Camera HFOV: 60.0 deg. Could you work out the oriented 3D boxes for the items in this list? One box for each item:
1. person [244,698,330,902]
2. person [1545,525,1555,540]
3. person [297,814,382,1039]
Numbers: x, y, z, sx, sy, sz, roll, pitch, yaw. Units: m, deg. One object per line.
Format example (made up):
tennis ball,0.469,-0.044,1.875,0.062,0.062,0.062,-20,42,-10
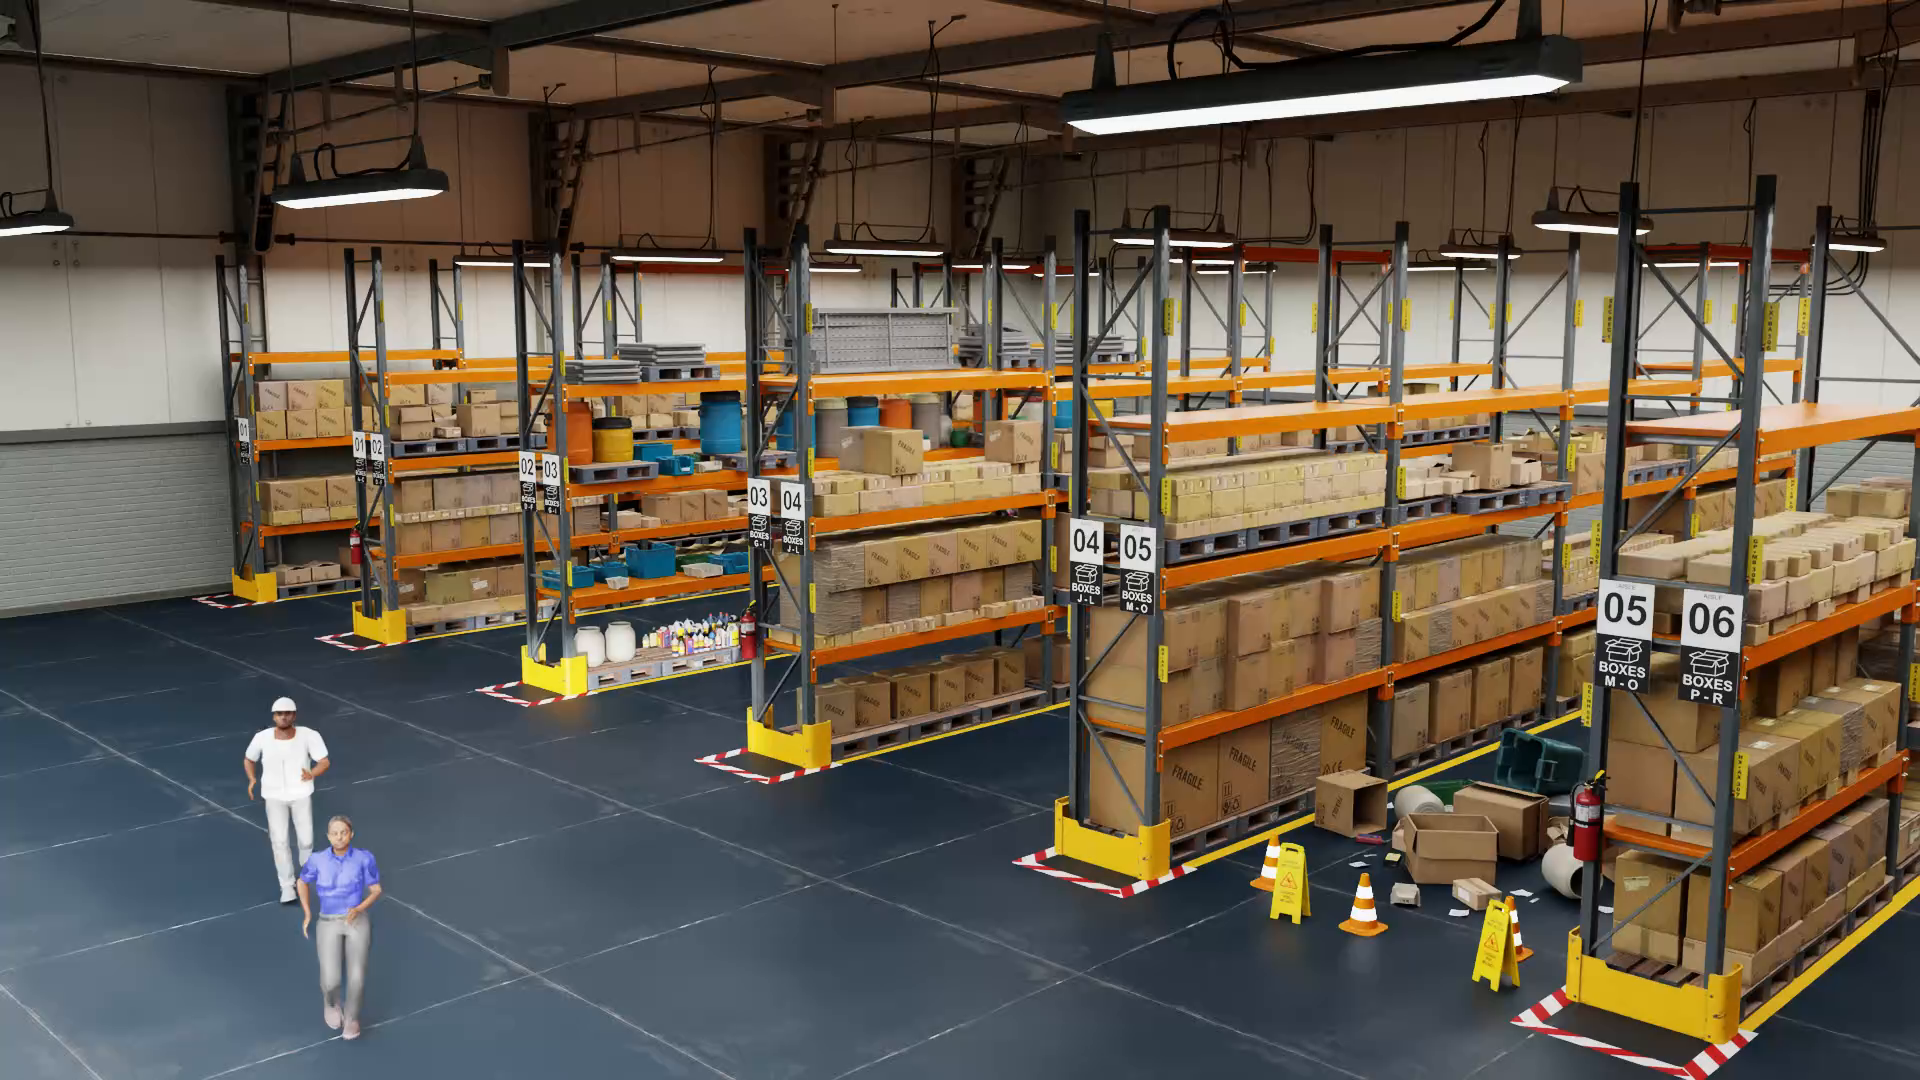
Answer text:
person,-5.921,2.243,14.654,0.714,1.741,0.862,-3,9,-18
person,9.120,0.679,25.435,0.908,1.818,0.628,-7,11,-40
person,-4.323,2.732,11.625,0.561,1.618,0.562,-3,9,-21
